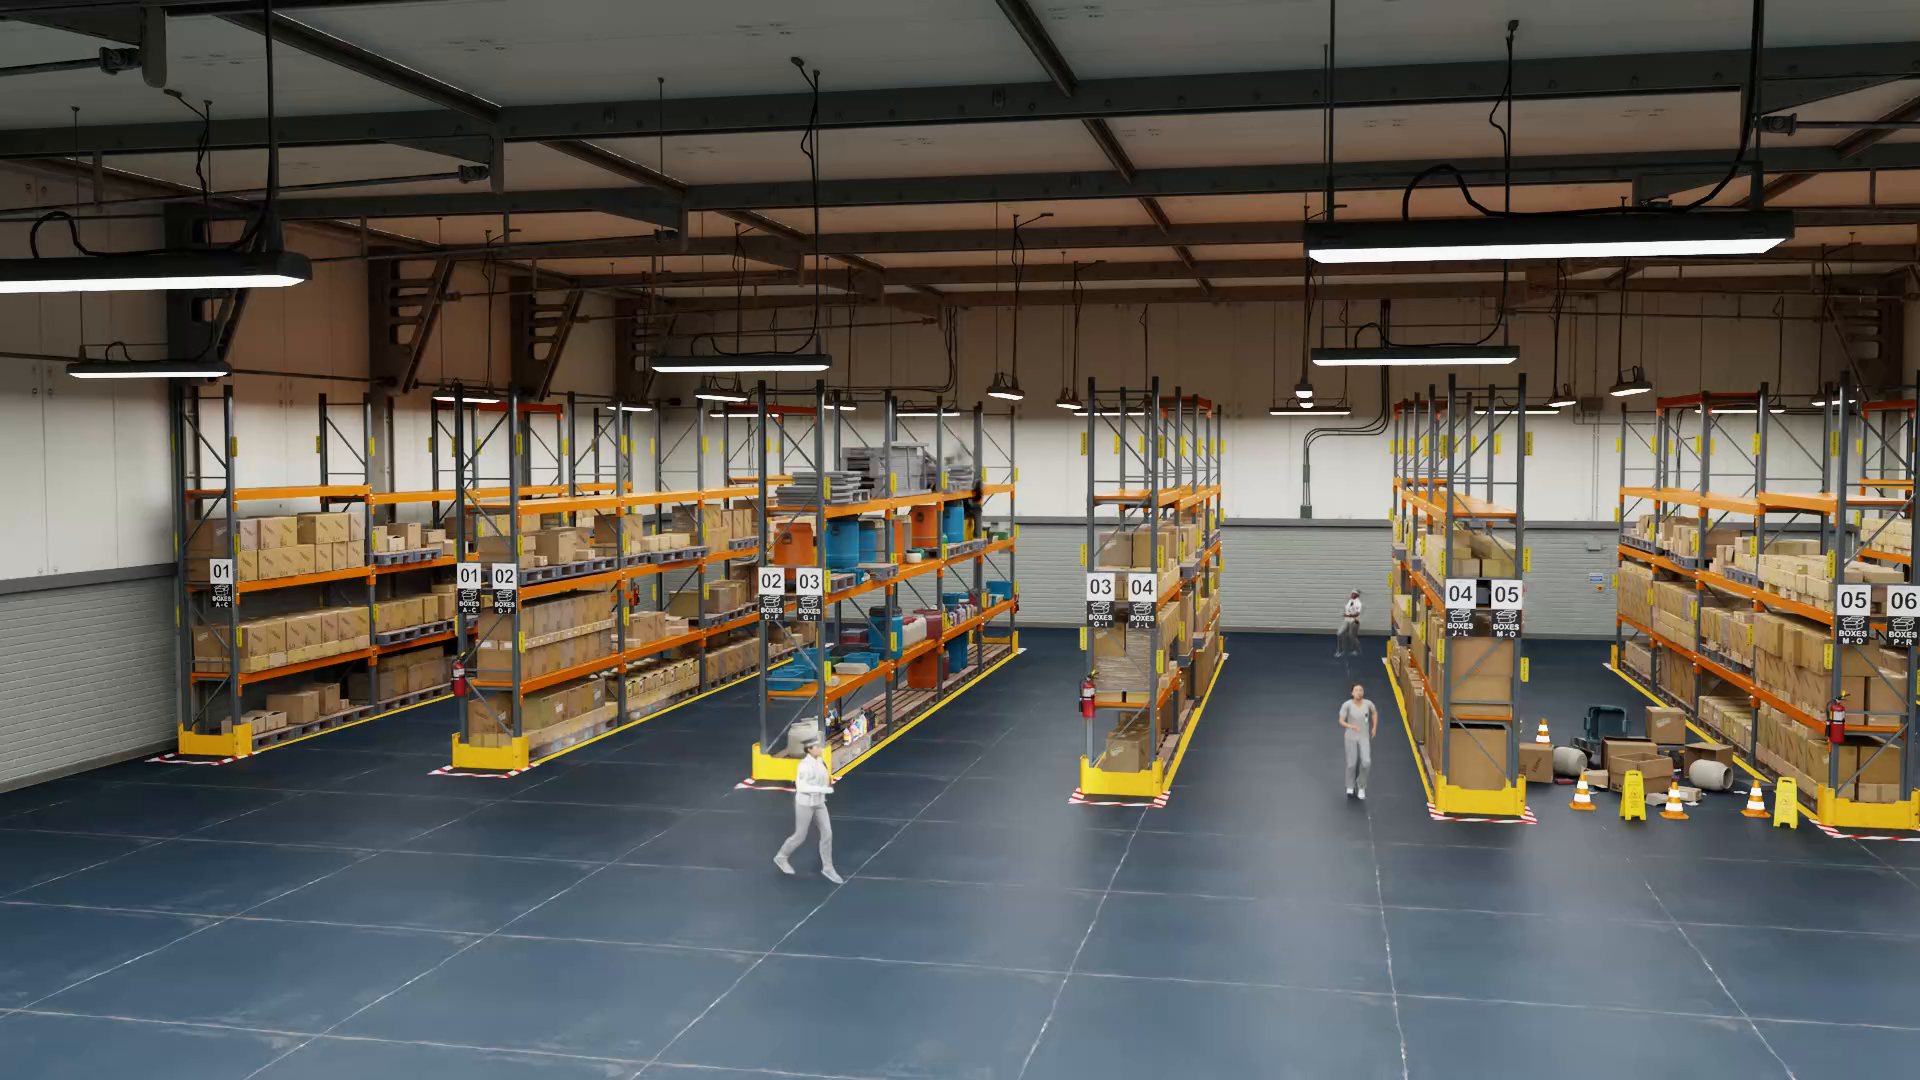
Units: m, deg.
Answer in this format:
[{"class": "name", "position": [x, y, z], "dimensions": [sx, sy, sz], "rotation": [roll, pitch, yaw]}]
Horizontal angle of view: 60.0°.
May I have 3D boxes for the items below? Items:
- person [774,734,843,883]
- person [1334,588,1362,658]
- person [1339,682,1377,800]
[{"class": "person", "position": [-1.760, 3.085, 19.223], "dimensions": [0.859, 1.718, 0.578], "rotation": [2, 4, 30]}, {"class": "person", "position": [9.287, 1.959, 39.368], "dimensions": [0.717, 1.687, 0.574], "rotation": [-1, 3, -23]}, {"class": "person", "position": [5.663, 2.856, 23.621], "dimensions": [0.578, 1.683, 0.682], "rotation": [0, 3, 3]}]
